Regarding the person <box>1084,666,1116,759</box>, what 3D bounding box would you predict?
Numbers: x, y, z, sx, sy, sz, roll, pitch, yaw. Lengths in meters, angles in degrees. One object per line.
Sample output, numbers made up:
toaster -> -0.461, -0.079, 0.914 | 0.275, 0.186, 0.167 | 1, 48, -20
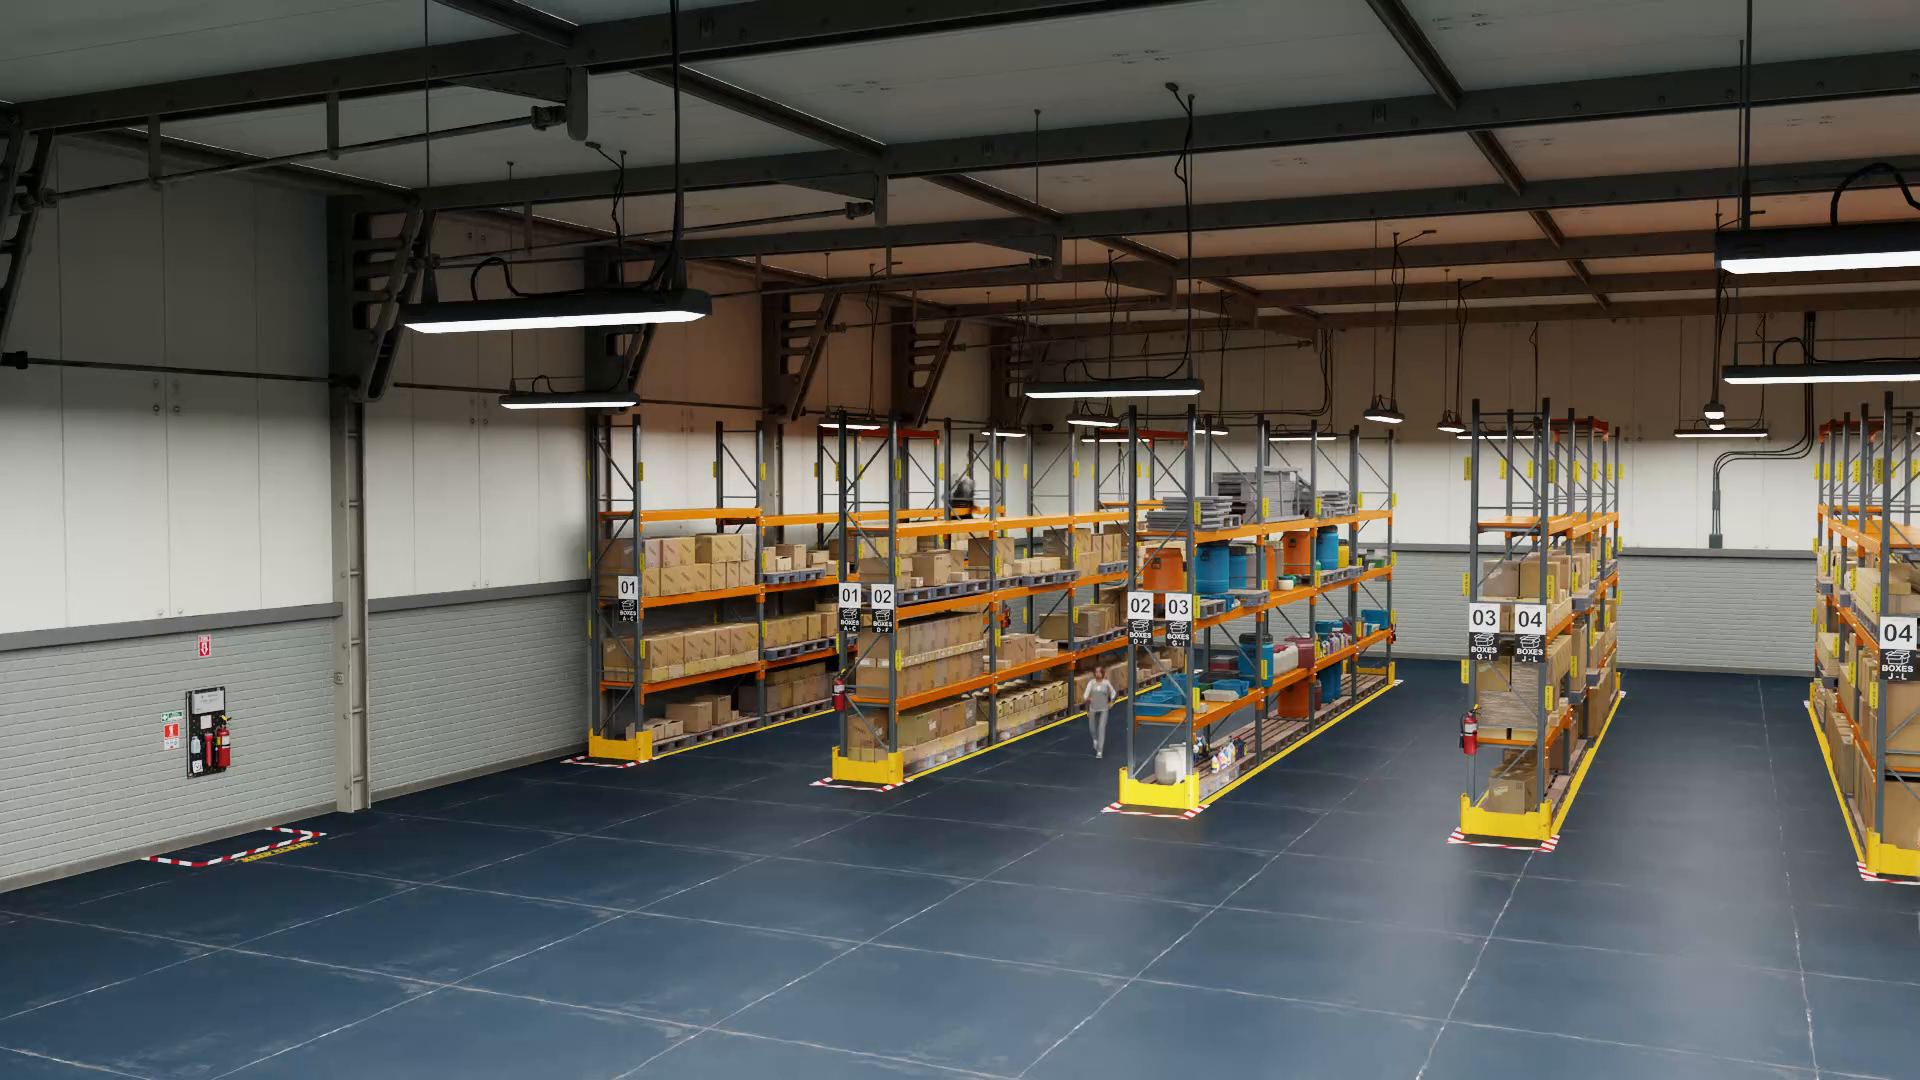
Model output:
person -> 2.449, 3.006, 29.227 | 0.552, 1.575, 0.819 | 0, 2, 11
